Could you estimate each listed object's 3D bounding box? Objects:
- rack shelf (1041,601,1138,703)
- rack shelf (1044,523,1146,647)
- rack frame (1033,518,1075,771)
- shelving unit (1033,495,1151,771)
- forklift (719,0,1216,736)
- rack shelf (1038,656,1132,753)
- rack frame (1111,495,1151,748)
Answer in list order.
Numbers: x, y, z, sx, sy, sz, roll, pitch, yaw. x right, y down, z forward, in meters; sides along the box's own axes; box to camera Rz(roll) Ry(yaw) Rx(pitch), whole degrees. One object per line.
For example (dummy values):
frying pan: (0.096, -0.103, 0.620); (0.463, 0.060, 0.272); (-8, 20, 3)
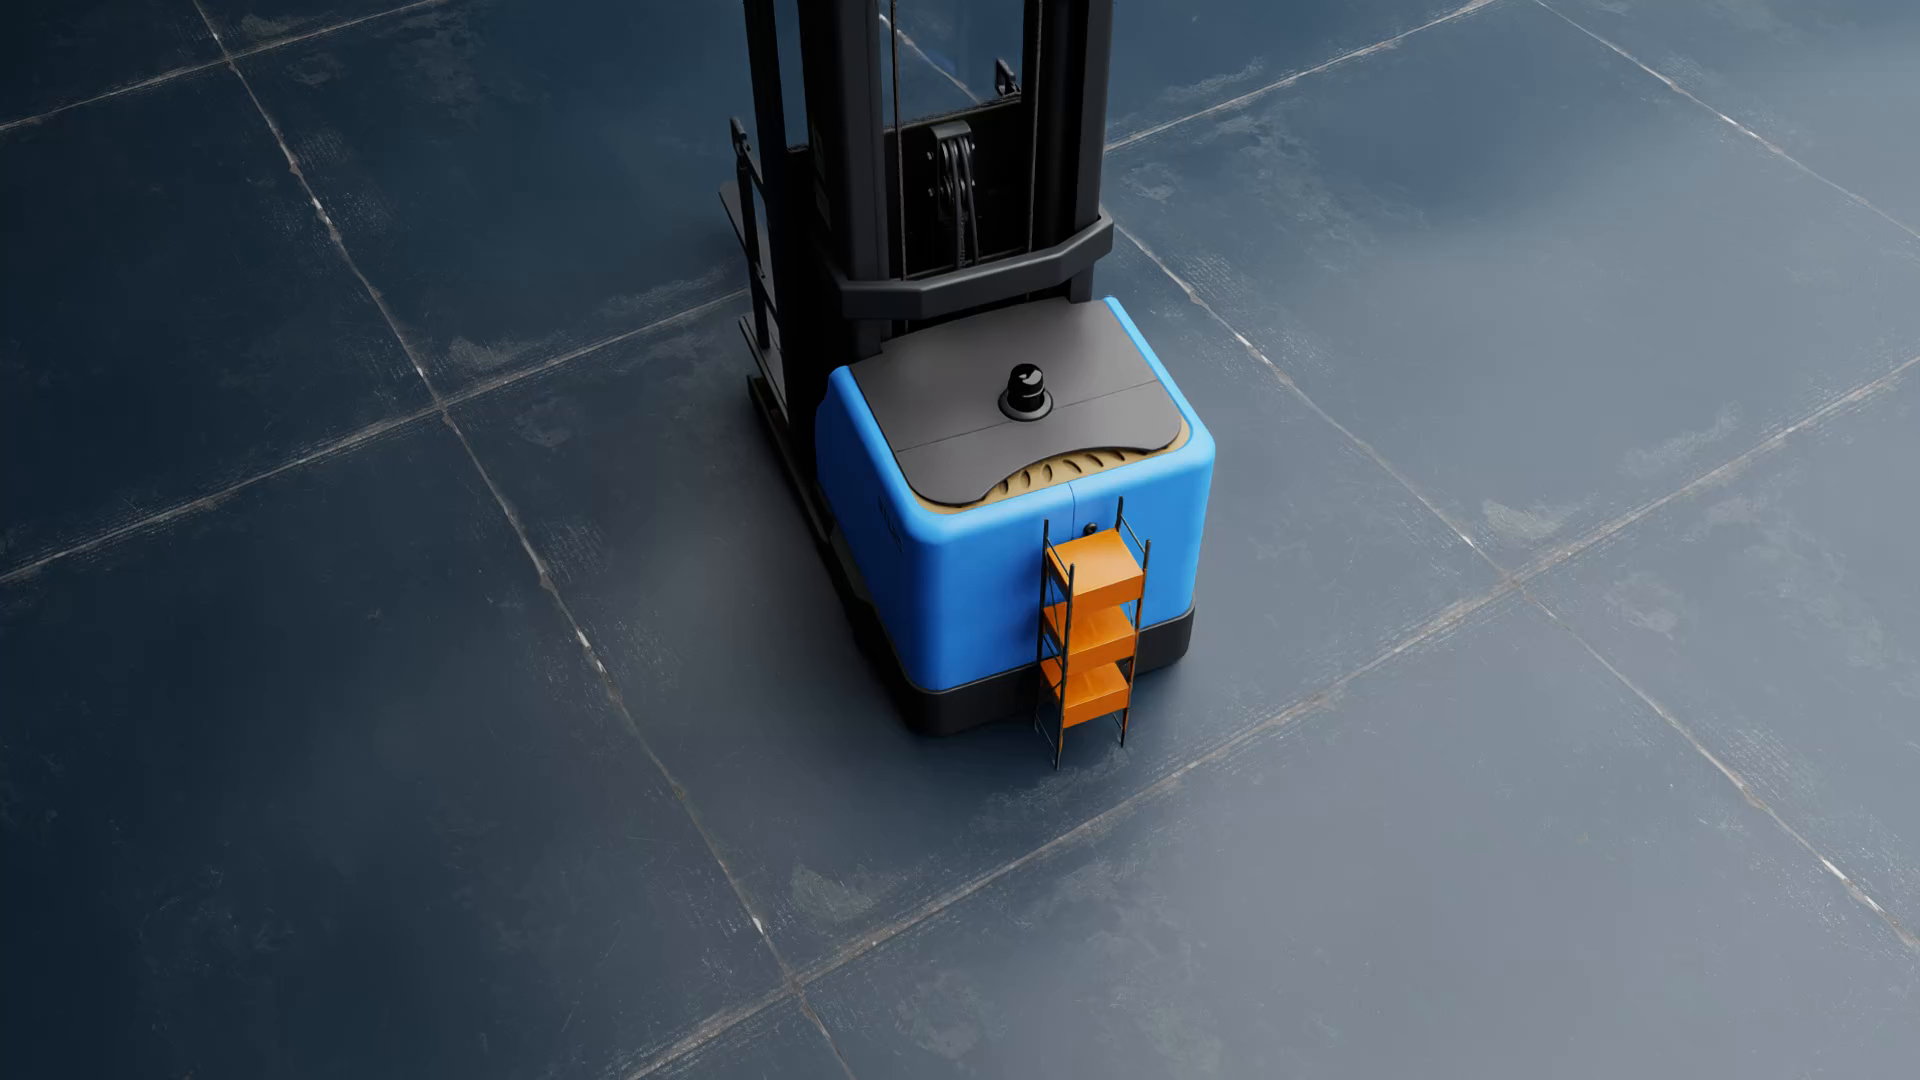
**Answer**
rack shelf: (0.403, 0.326, 5.271); (0.240, 0.259, 0.215); (-17, 50, -15)
rack shelf: (0.403, 0.137, 5.059); (0.240, 0.259, 0.215); (-17, 50, -15)
rack frame: (0.290, 0.353, 5.232); (0.008, 1.050, 0.200); (-17, 50, -15)
shelving unit: (0.403, 0.319, 5.263); (0.252, 1.050, 0.215); (-17, 50, -15)
forklift: (-0.202, -1.441, 5.571); (1.130, 2.935, 3.031); (-16, 50, -14)
rack shelf: (0.403, 0.511, 5.478); (0.240, 0.259, 0.215); (-17, 50, -15)
rack frame: (0.516, 0.285, 5.294); (0.008, 1.050, 0.200); (-17, 50, -15)
